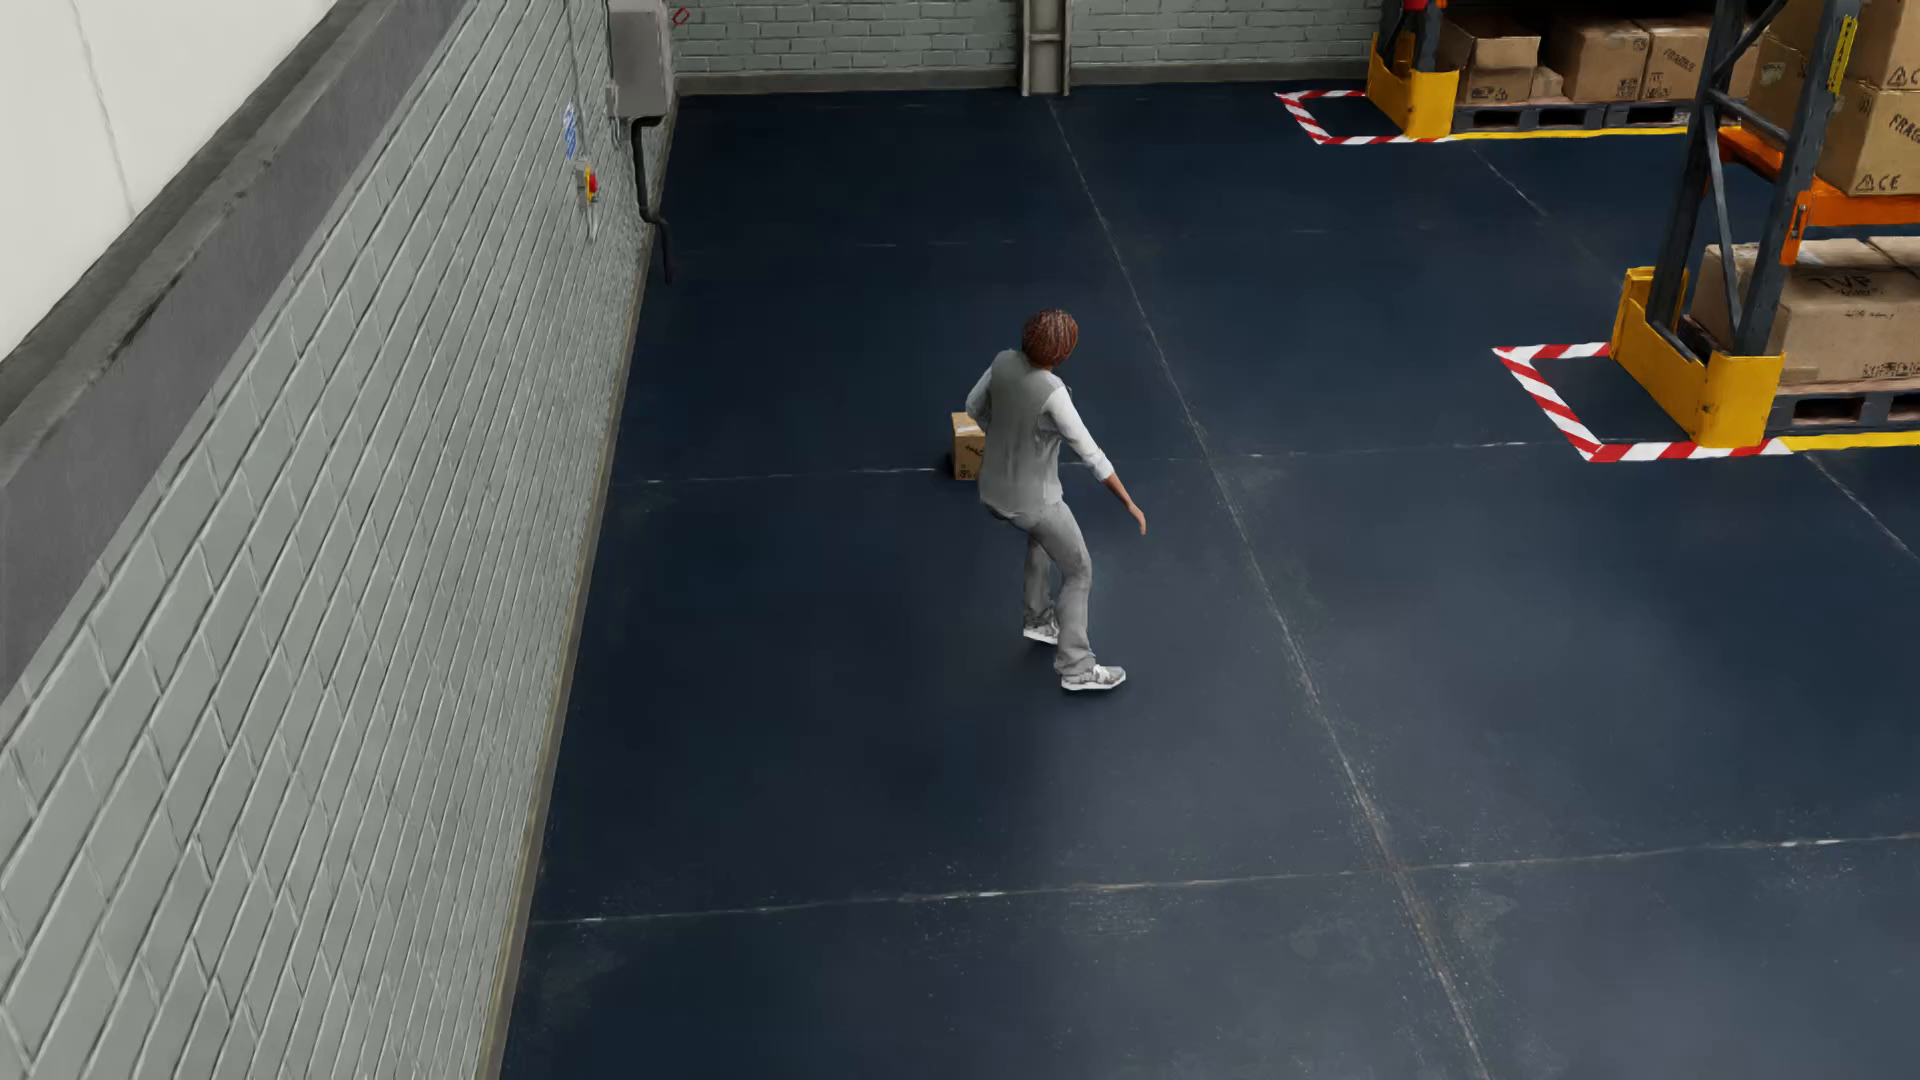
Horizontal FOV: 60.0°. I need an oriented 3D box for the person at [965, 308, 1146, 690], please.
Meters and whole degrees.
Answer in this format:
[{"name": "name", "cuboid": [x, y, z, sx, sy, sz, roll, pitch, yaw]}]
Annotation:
[{"name": "person", "cuboid": [0.353, -0.153, 6.508, 0.457, 1.533, 0.795, -27, 41, -36]}]
